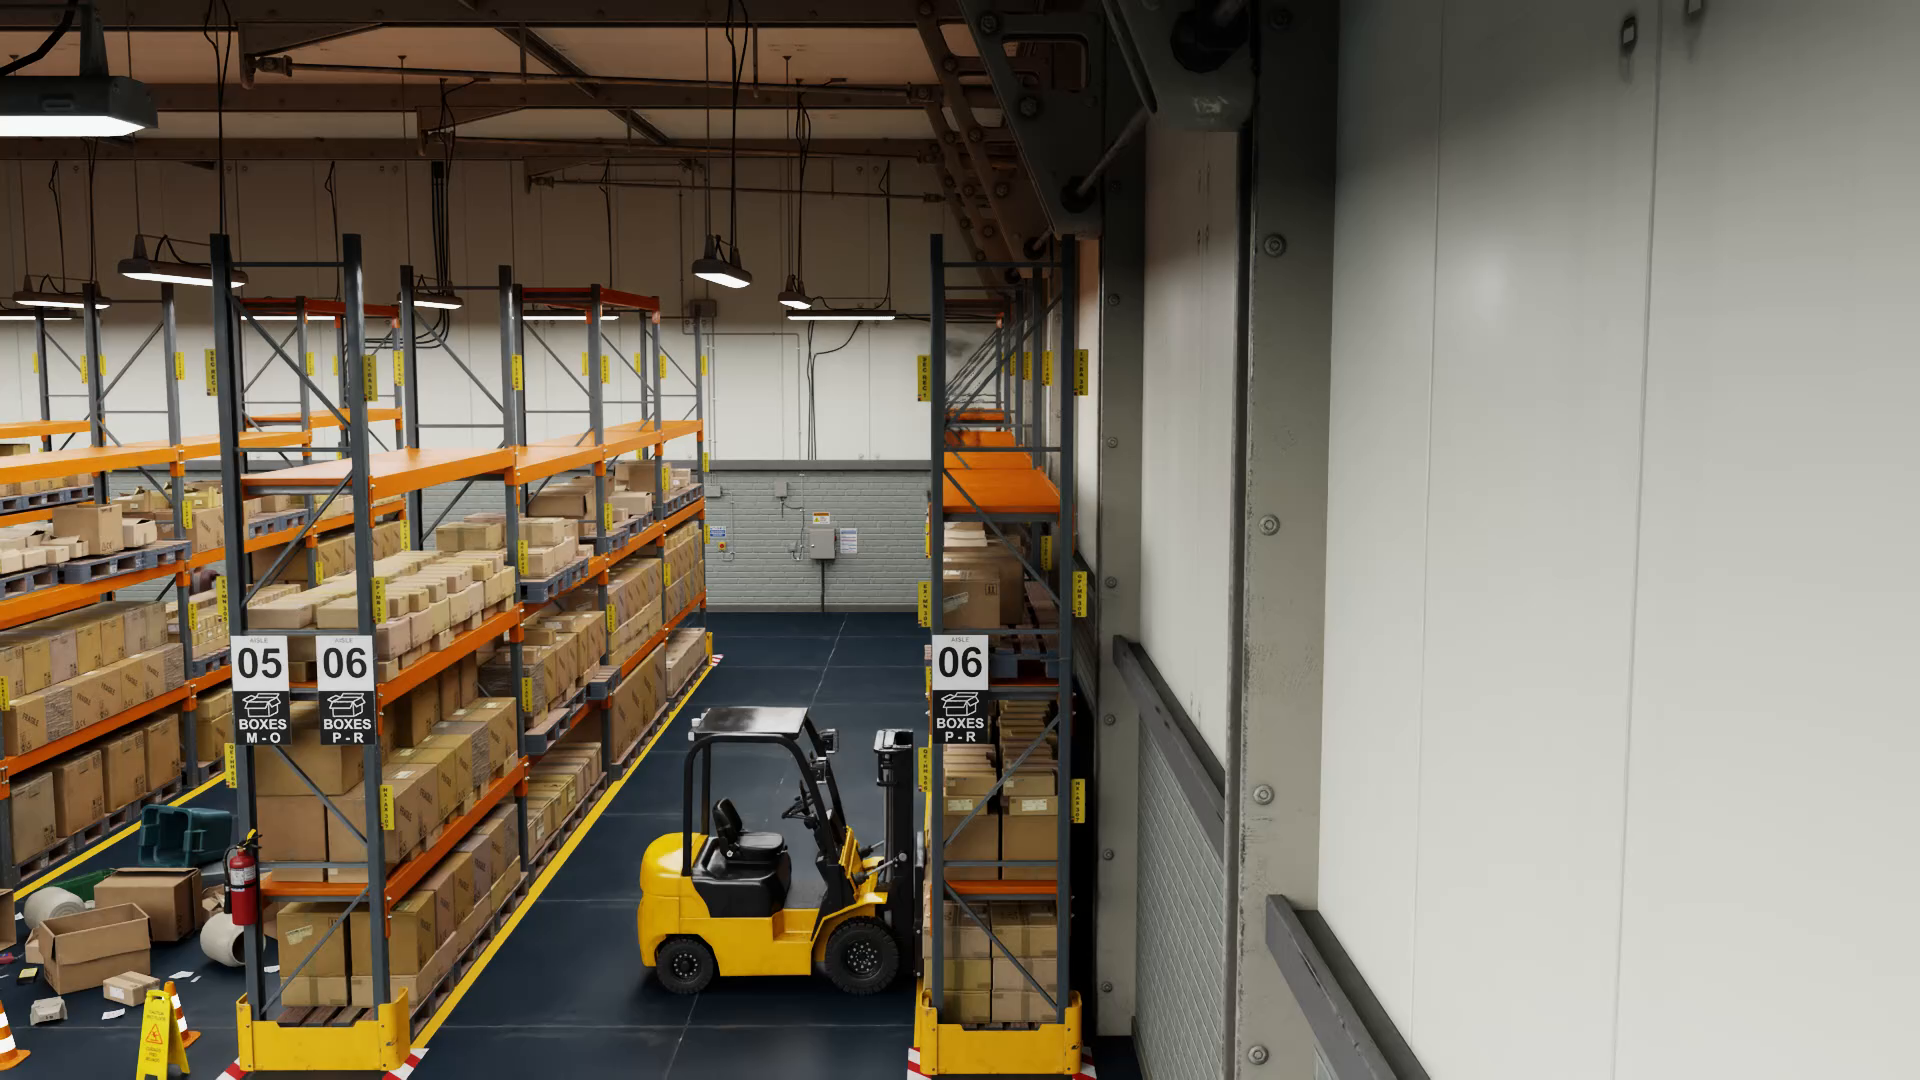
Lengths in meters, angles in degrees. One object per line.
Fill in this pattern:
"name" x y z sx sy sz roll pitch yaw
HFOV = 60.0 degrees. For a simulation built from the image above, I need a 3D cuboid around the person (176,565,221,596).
"person" -12.961 1.128 28.377 0.706 1.759 1.022 0 6 -3
